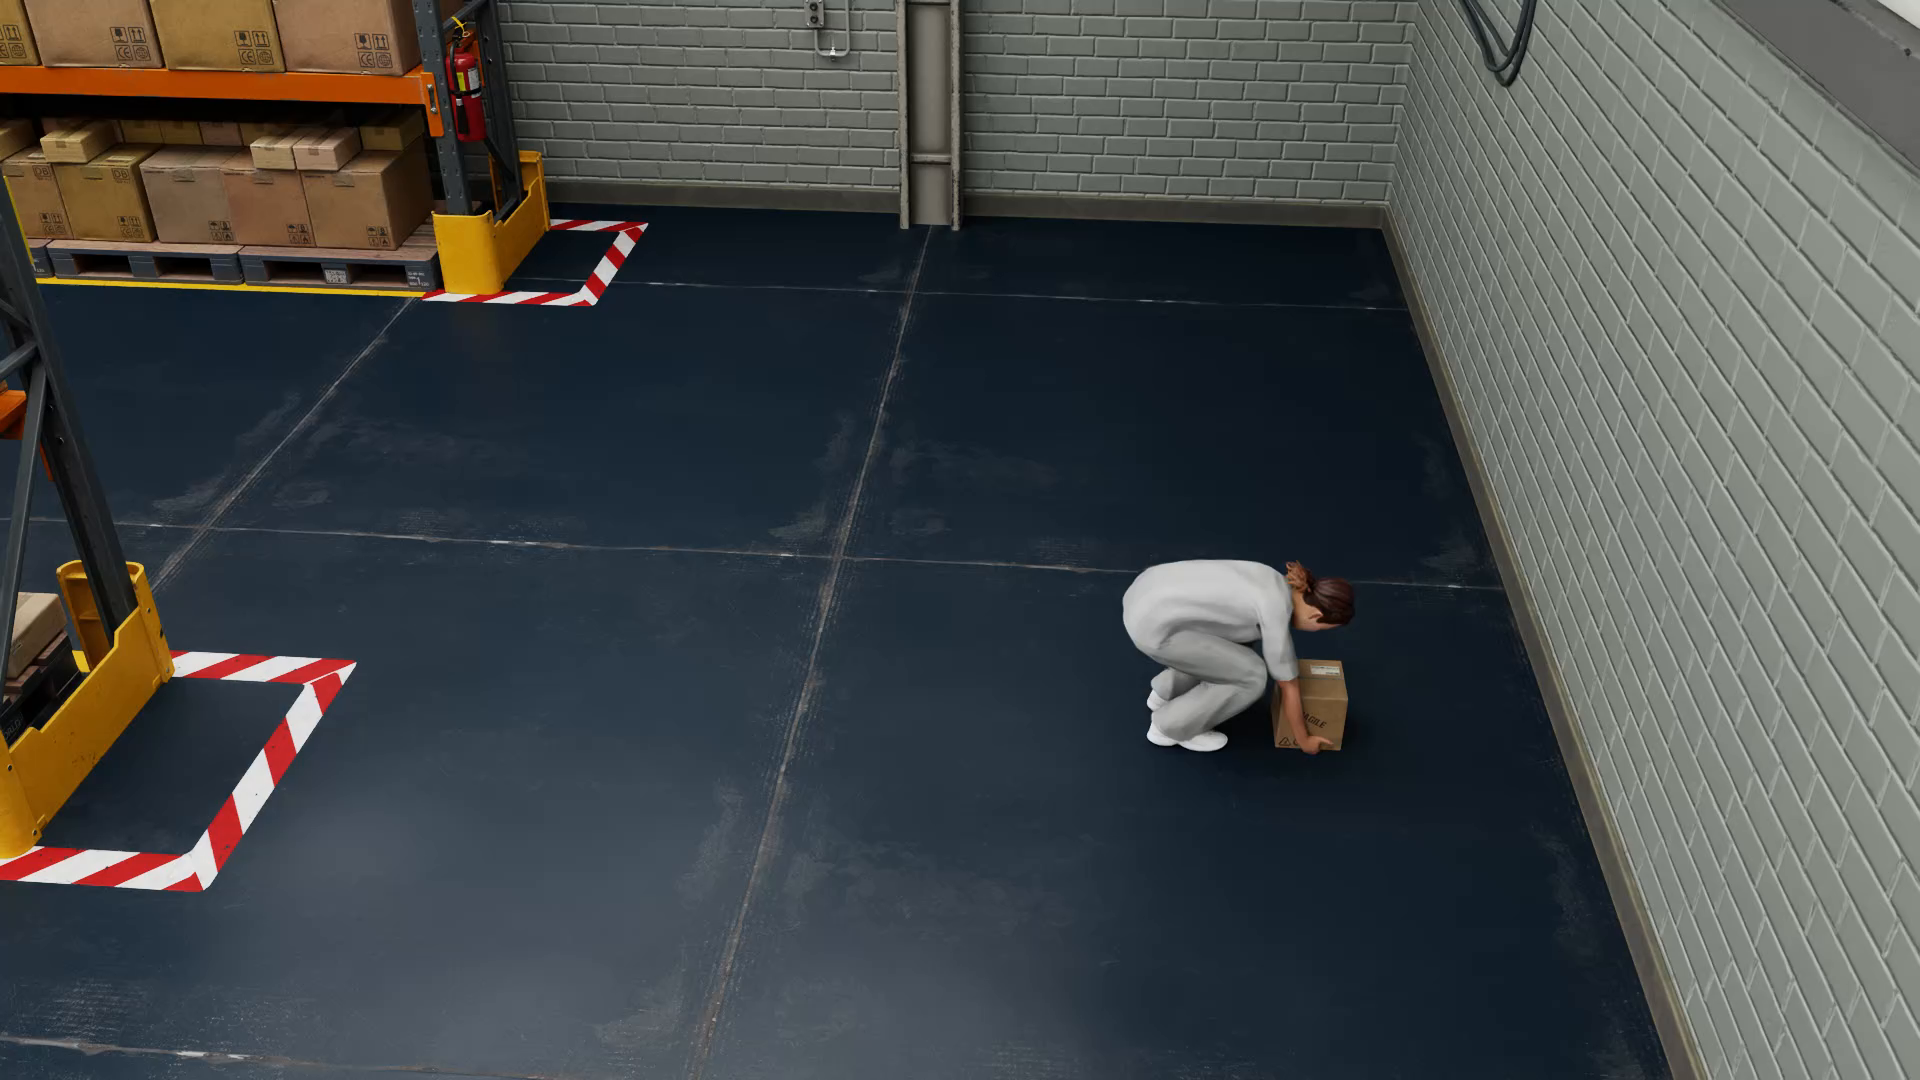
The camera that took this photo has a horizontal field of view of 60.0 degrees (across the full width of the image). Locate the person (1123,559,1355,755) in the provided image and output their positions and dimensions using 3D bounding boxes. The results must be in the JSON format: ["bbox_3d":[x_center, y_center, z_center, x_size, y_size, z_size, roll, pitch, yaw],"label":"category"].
[{"bbox_3d":[1.047,0.422,6.355,0.867,0.761,0.460,2,32,3],"label":"person"}]
